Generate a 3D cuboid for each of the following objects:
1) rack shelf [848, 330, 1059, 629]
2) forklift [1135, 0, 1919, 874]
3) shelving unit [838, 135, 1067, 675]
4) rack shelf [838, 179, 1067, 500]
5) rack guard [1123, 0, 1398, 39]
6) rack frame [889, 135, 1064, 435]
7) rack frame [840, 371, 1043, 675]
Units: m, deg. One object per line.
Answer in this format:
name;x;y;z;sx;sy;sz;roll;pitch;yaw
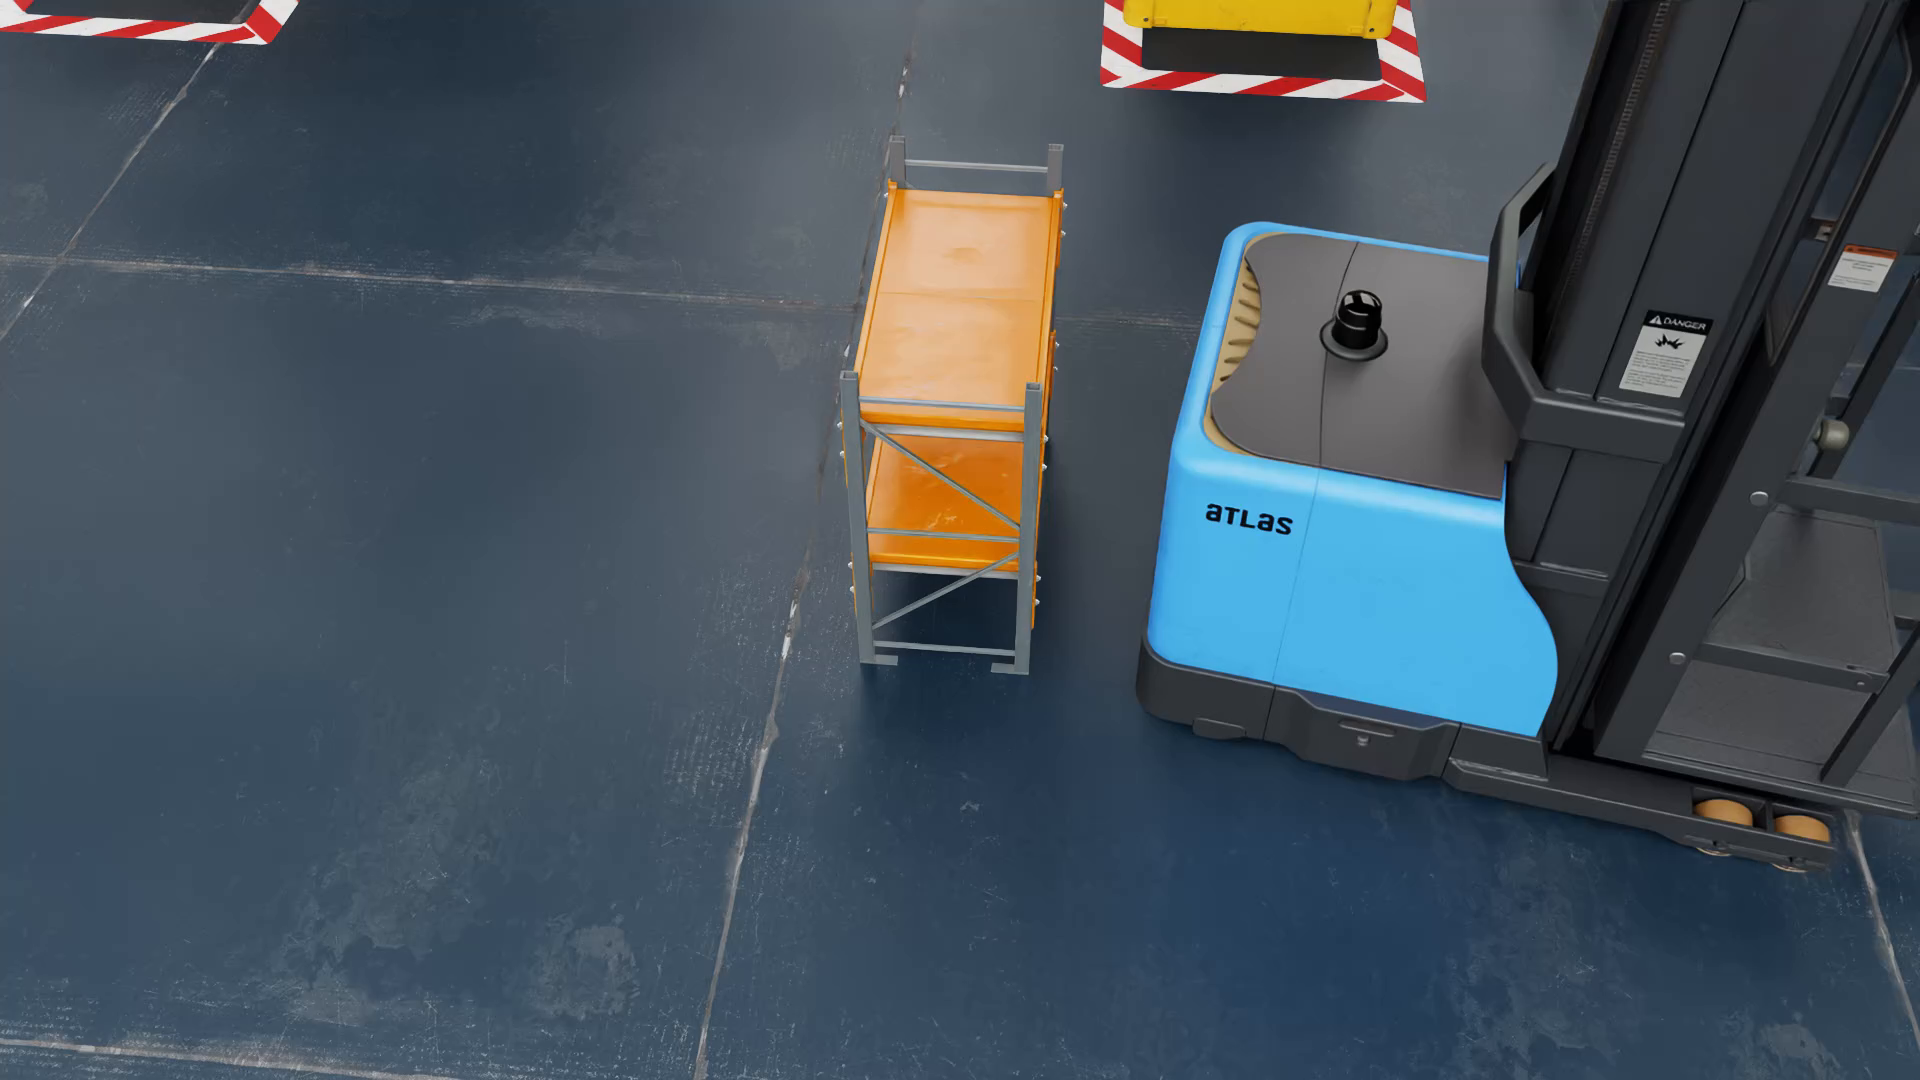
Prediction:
rack shelf;0.001;-0.220;5.020;0.538;0.278;1.000;4;48;4
forklift;2.077;-0.541;3.758;3.031;2.935;1.130;11;49;10
shelving unit;0.001;-0.385;4.839;0.538;1.125;1.048;4;48;4
rack shelf;0.001;-0.582;4.623;0.538;0.278;1.000;4;48;4
rack guard;1.316;-2.514;7.211;1.175;0.500;0.348;4;48;4
rack frame;0.047;-0.758;5.181;0.500;1.125;0.032;4;48;4
rack frame;-0.046;-0.011;4.498;0.500;1.125;0.032;4;48;4
